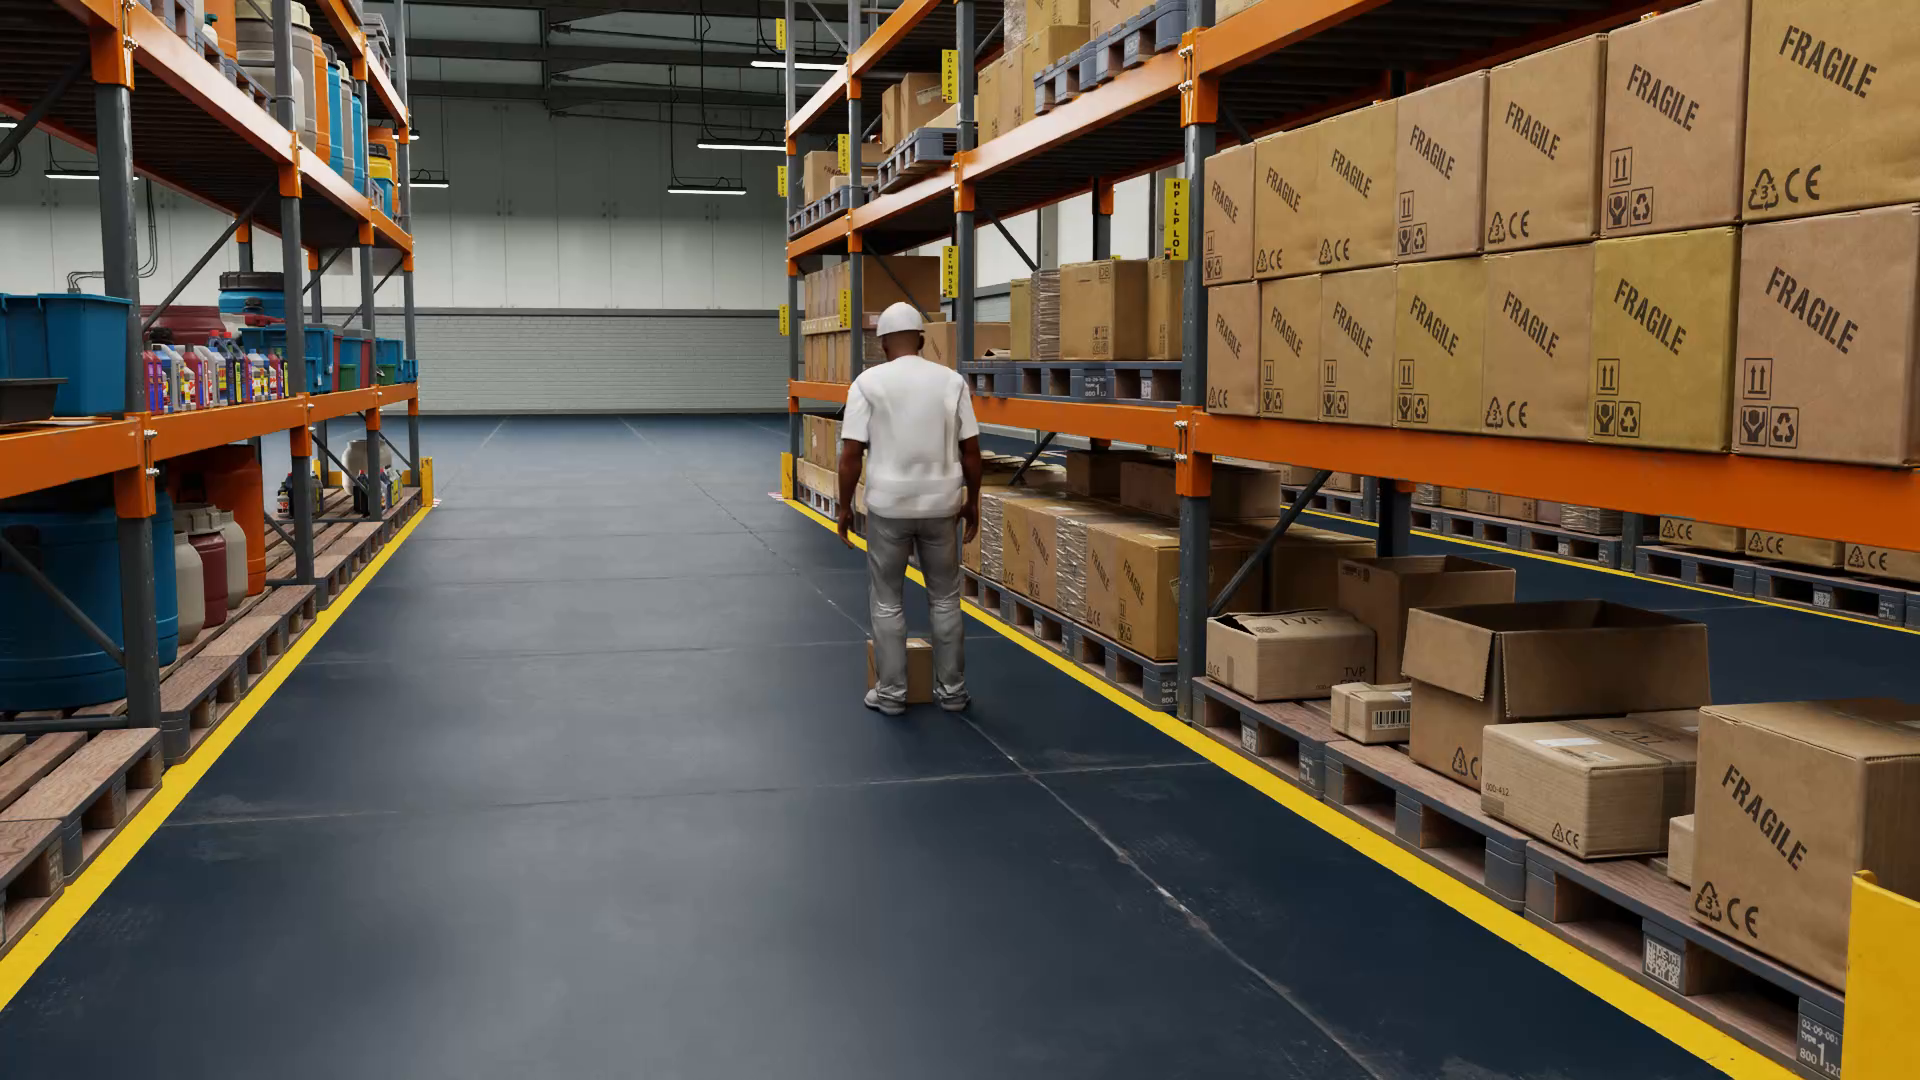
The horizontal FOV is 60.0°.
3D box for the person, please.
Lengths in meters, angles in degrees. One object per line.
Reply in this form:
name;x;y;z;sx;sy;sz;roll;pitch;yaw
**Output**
person;-0.215;-0.139;7.175;0.637;1.761;0.460;-2;6;-14
